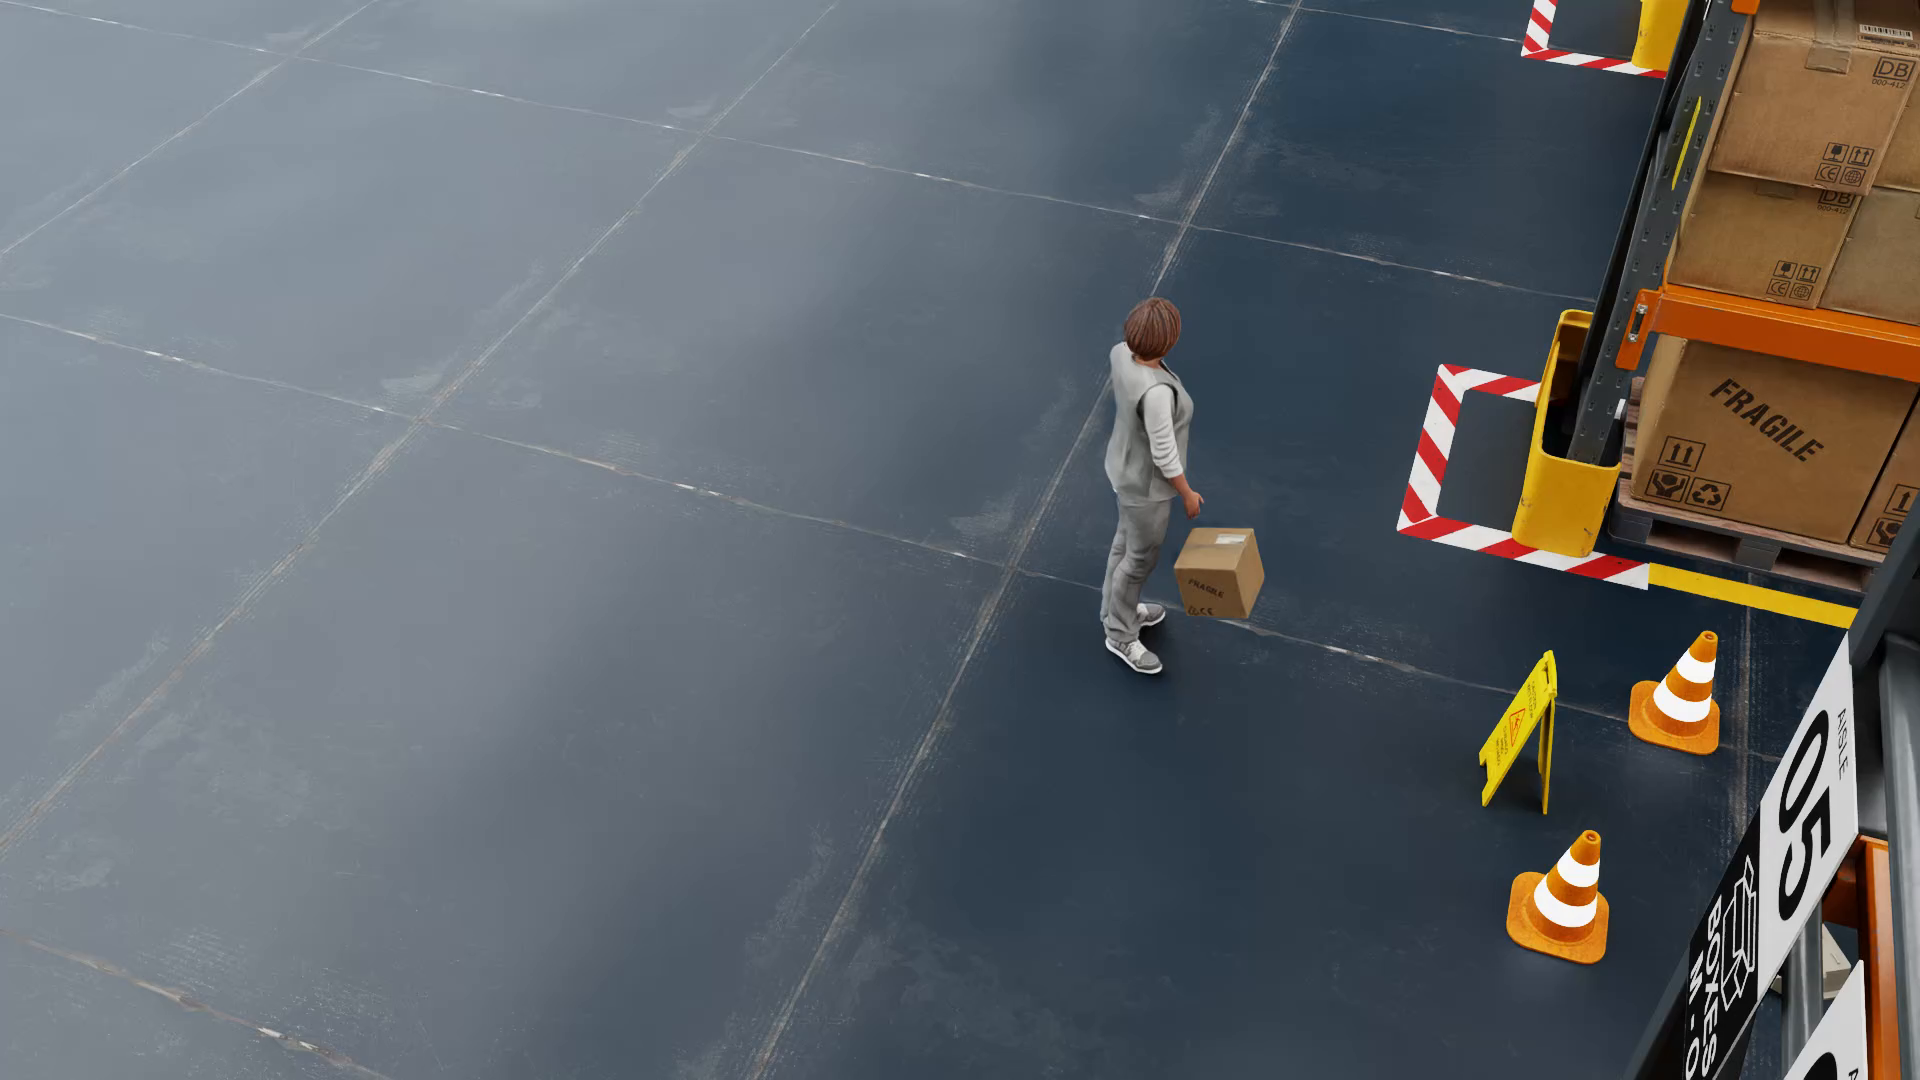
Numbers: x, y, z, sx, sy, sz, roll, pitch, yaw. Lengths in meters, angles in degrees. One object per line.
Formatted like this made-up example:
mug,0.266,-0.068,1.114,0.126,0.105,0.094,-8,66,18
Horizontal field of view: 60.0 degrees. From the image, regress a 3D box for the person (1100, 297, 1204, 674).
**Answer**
person,0.740,-0.214,6.384,0.343,1.605,0.517,-7,43,-8
